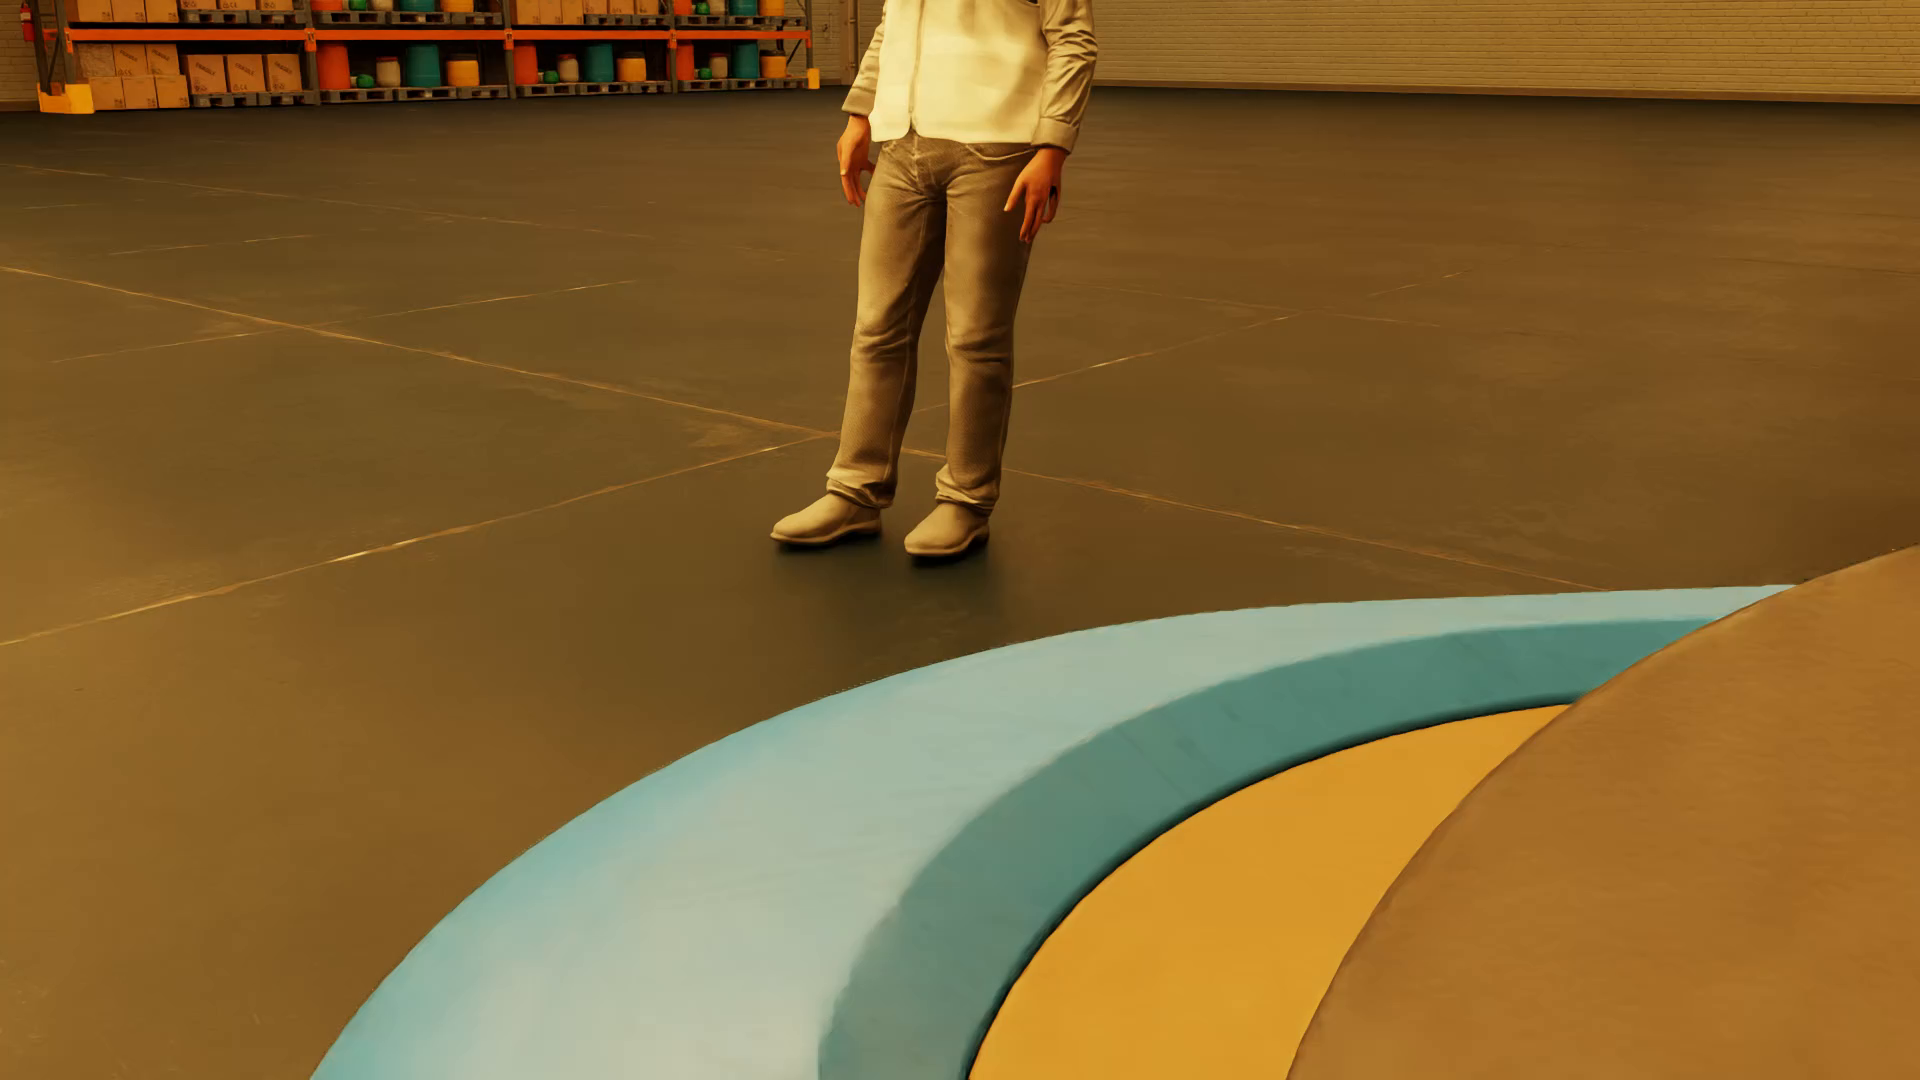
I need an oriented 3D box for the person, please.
[{"bbox_3d":[-0.046,-0.844,3.642,0.632,1.773,0.568,13,21,37],"label":"person"}]
